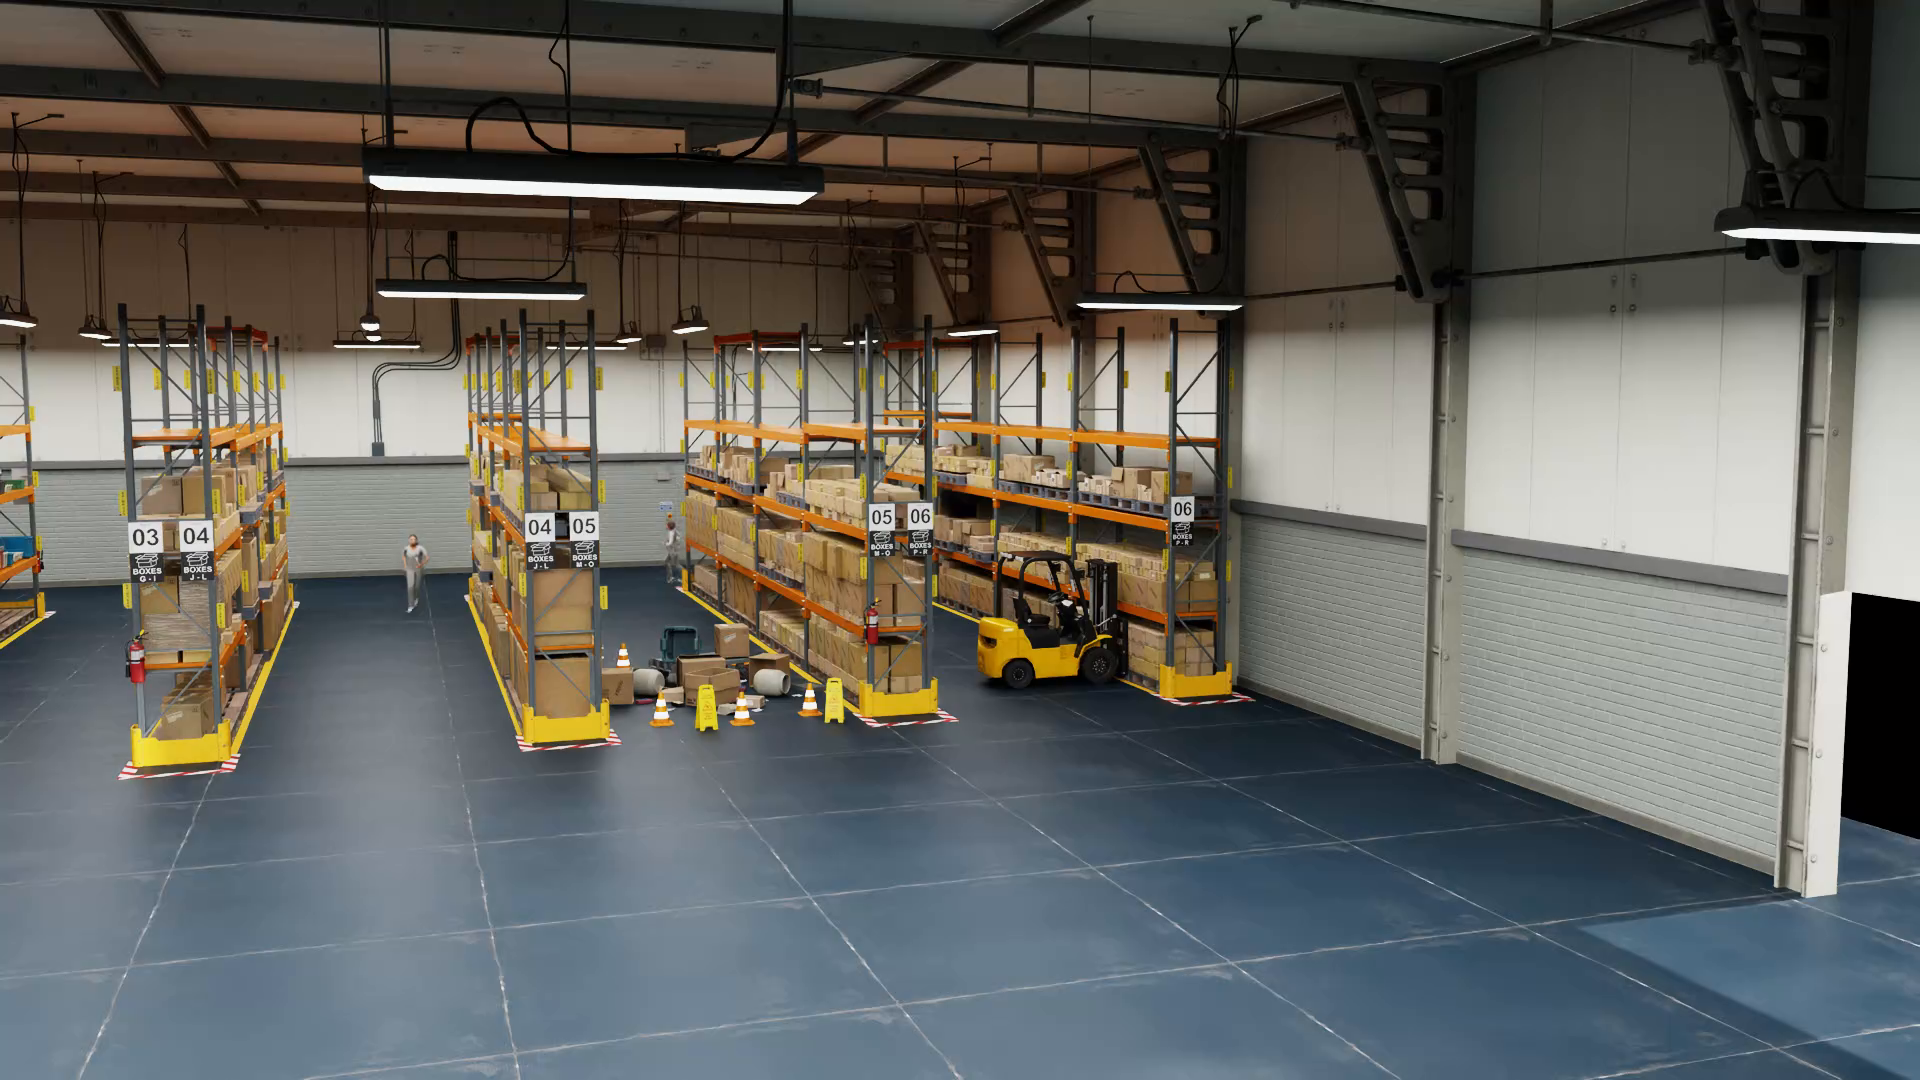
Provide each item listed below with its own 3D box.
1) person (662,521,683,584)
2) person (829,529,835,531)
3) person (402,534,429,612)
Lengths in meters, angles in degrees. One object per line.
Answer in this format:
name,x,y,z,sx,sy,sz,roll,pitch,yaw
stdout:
person,-7.055,0.323,41.166,0.641,1.620,0.574,-1,6,-14
person,-2.776,0.413,36.254,0.717,1.758,0.609,-2,6,-18
person,-11.974,0.715,36.614,0.575,1.671,0.828,-1,5,-9
